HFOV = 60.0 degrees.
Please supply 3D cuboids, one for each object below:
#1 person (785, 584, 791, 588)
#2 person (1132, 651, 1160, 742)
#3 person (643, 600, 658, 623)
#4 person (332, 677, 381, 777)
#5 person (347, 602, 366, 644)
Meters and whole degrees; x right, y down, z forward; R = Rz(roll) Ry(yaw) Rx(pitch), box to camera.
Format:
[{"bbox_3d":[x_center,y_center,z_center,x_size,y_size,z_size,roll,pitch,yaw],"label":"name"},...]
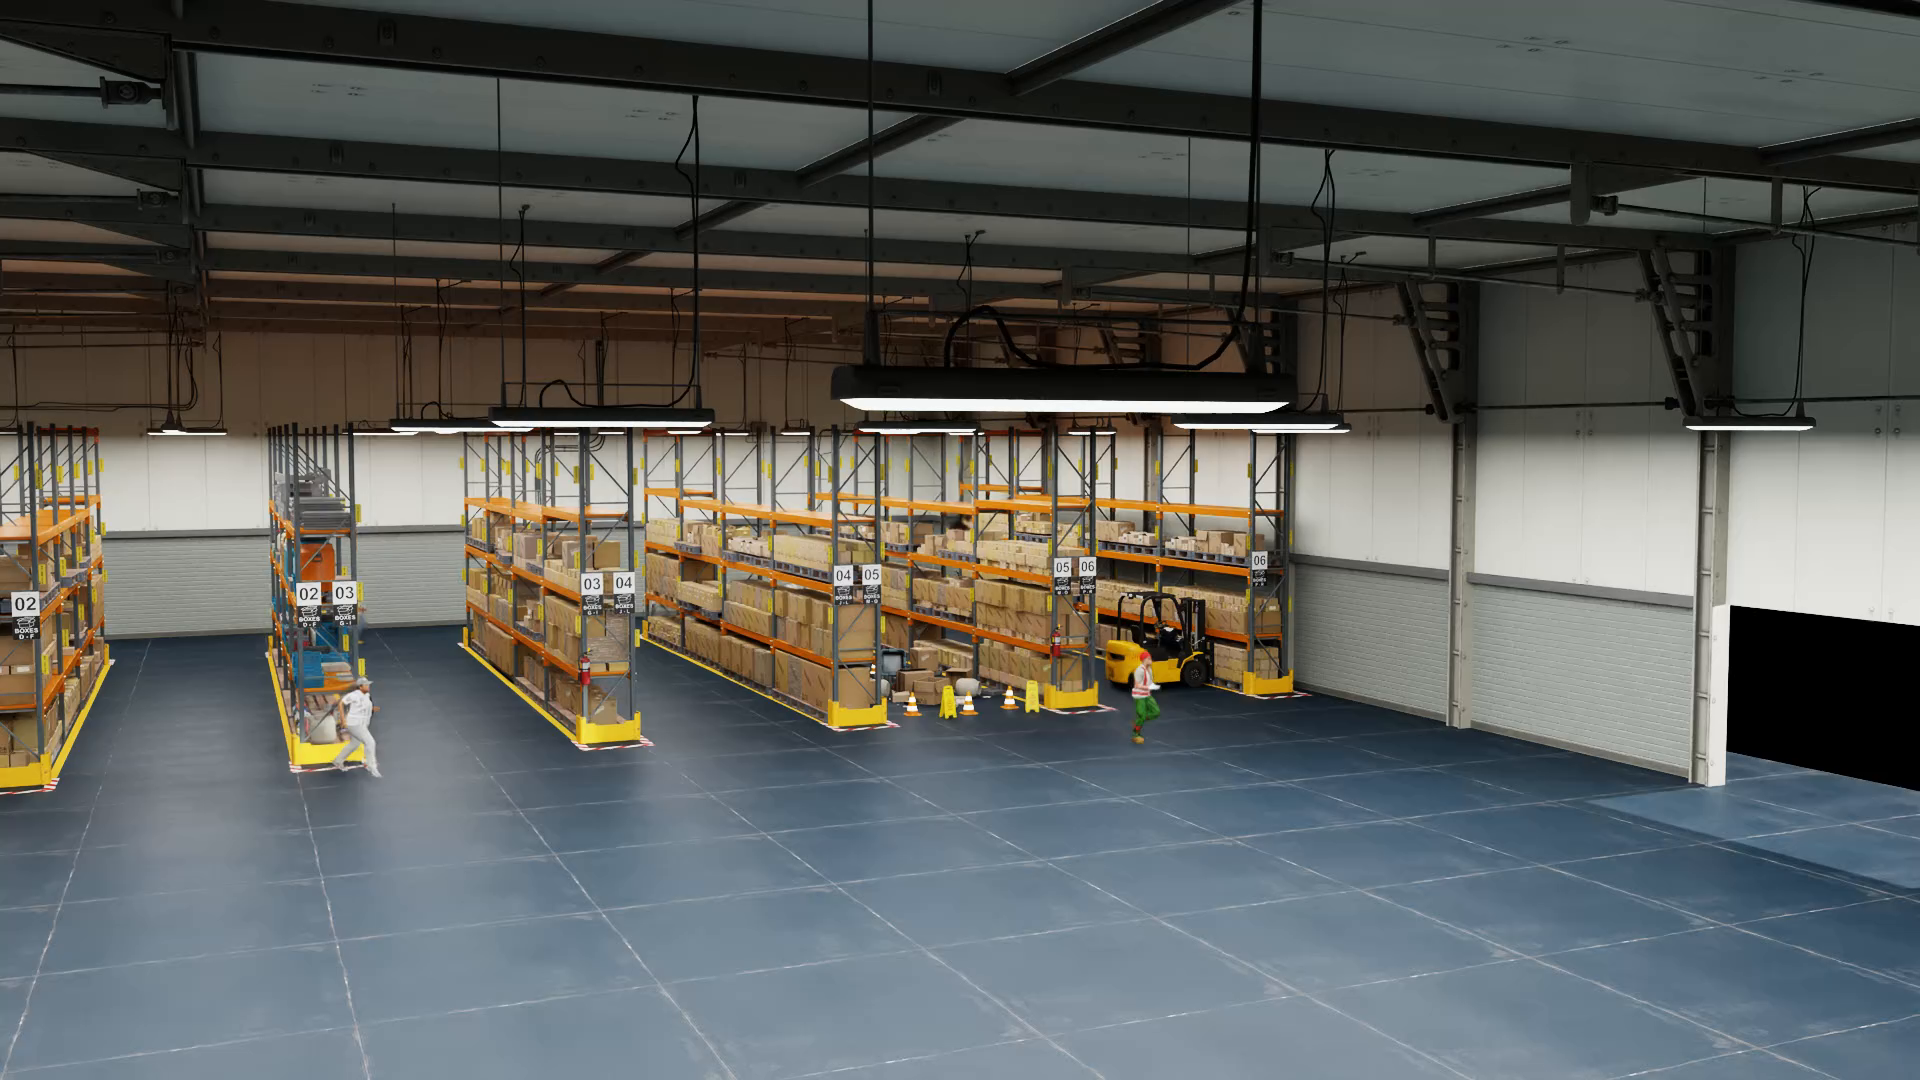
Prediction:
[{"bbox_3d":[-4.751,2.087,45.665,0.671,1.741,0.531,-3,4,-38],"label":"person"},{"bbox_3d":[3.502,2.942,31.205,0.657,1.728,0.707,2,4,35],"label":"person"},{"bbox_3d":[-9.074,1.923,48.839,0.489,1.647,0.690,-1,4,-11],"label":"person"},{"bbox_3d":[-10.258,3.182,28.225,0.871,1.713,0.627,0,3,4],"label":"person"},{"bbox_3d":[-16.792,2.036,46.267,0.600,1.719,0.695,-1,4,-15],"label":"person"}]
